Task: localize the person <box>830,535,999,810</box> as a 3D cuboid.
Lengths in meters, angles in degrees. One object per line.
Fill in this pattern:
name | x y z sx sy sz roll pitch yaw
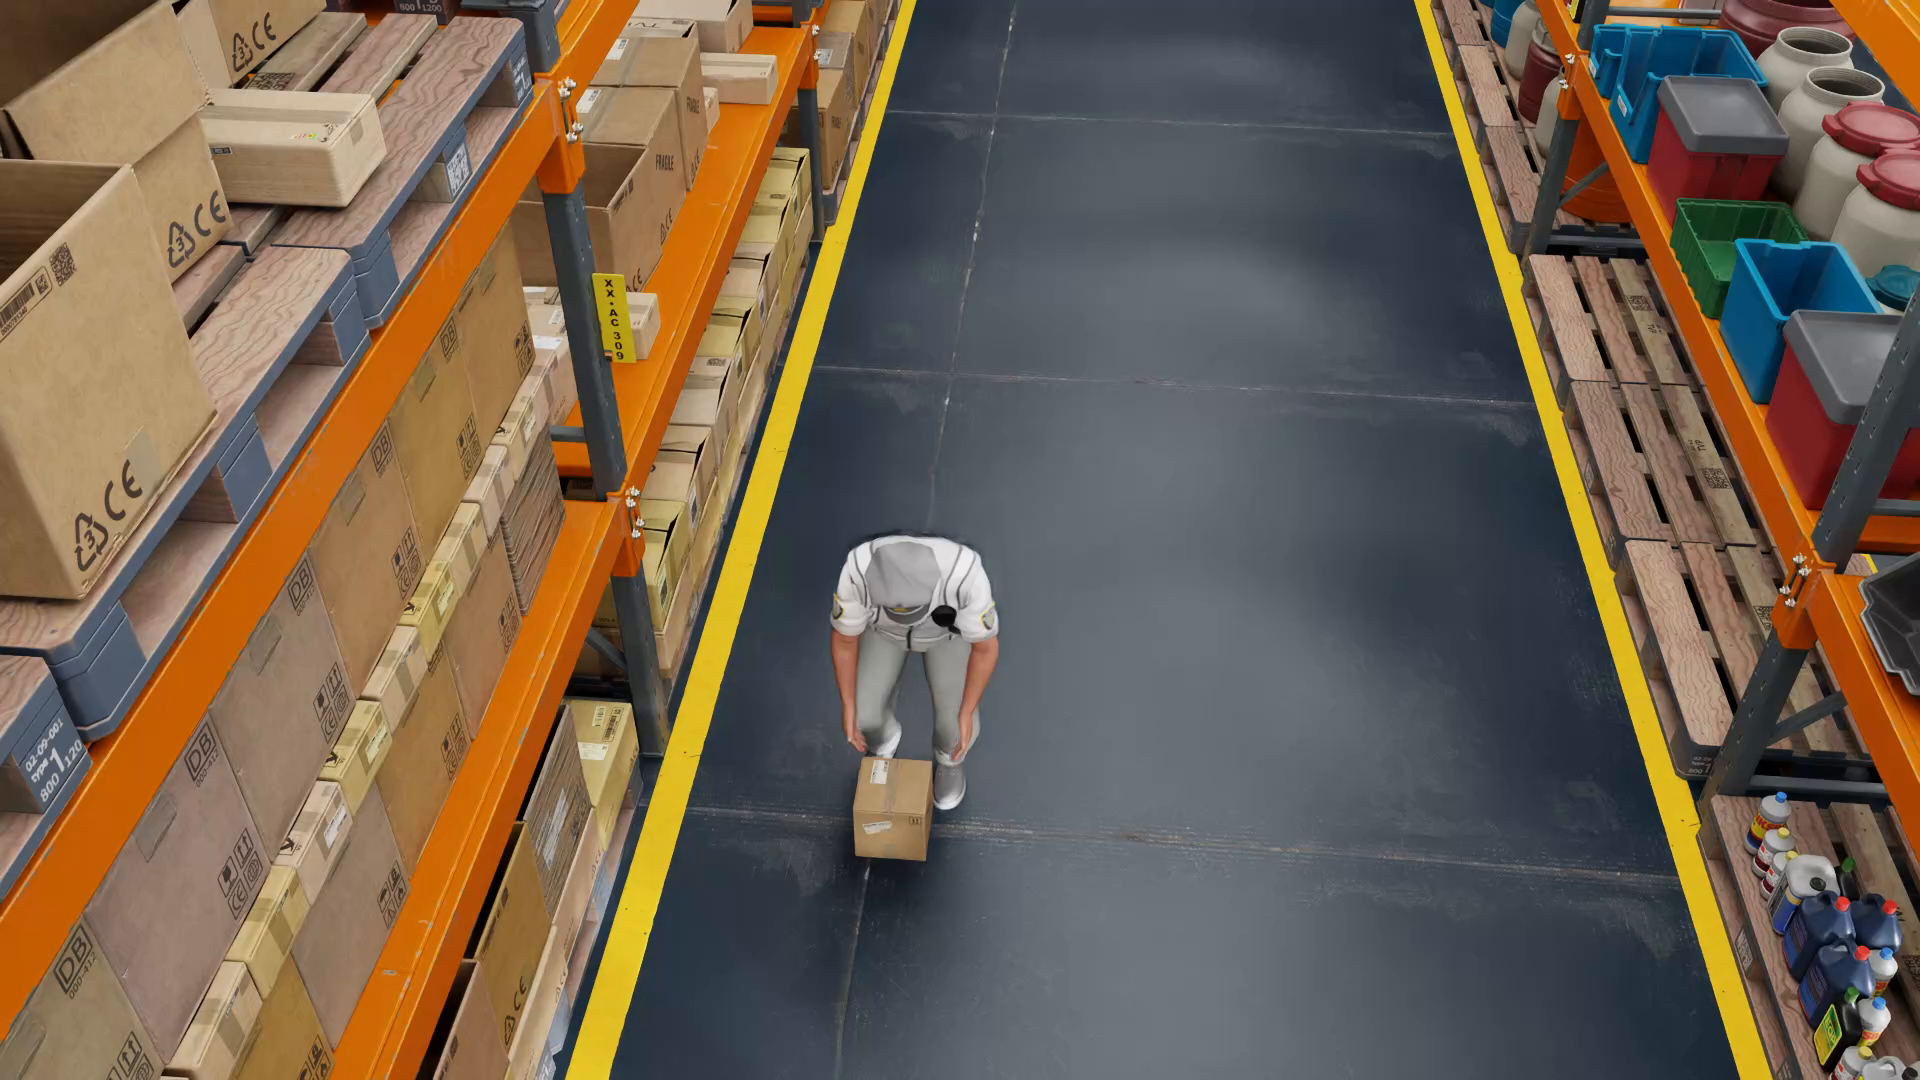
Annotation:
person | -0.144 0.423 5.962 0.590 1.352 0.823 5 40 7
